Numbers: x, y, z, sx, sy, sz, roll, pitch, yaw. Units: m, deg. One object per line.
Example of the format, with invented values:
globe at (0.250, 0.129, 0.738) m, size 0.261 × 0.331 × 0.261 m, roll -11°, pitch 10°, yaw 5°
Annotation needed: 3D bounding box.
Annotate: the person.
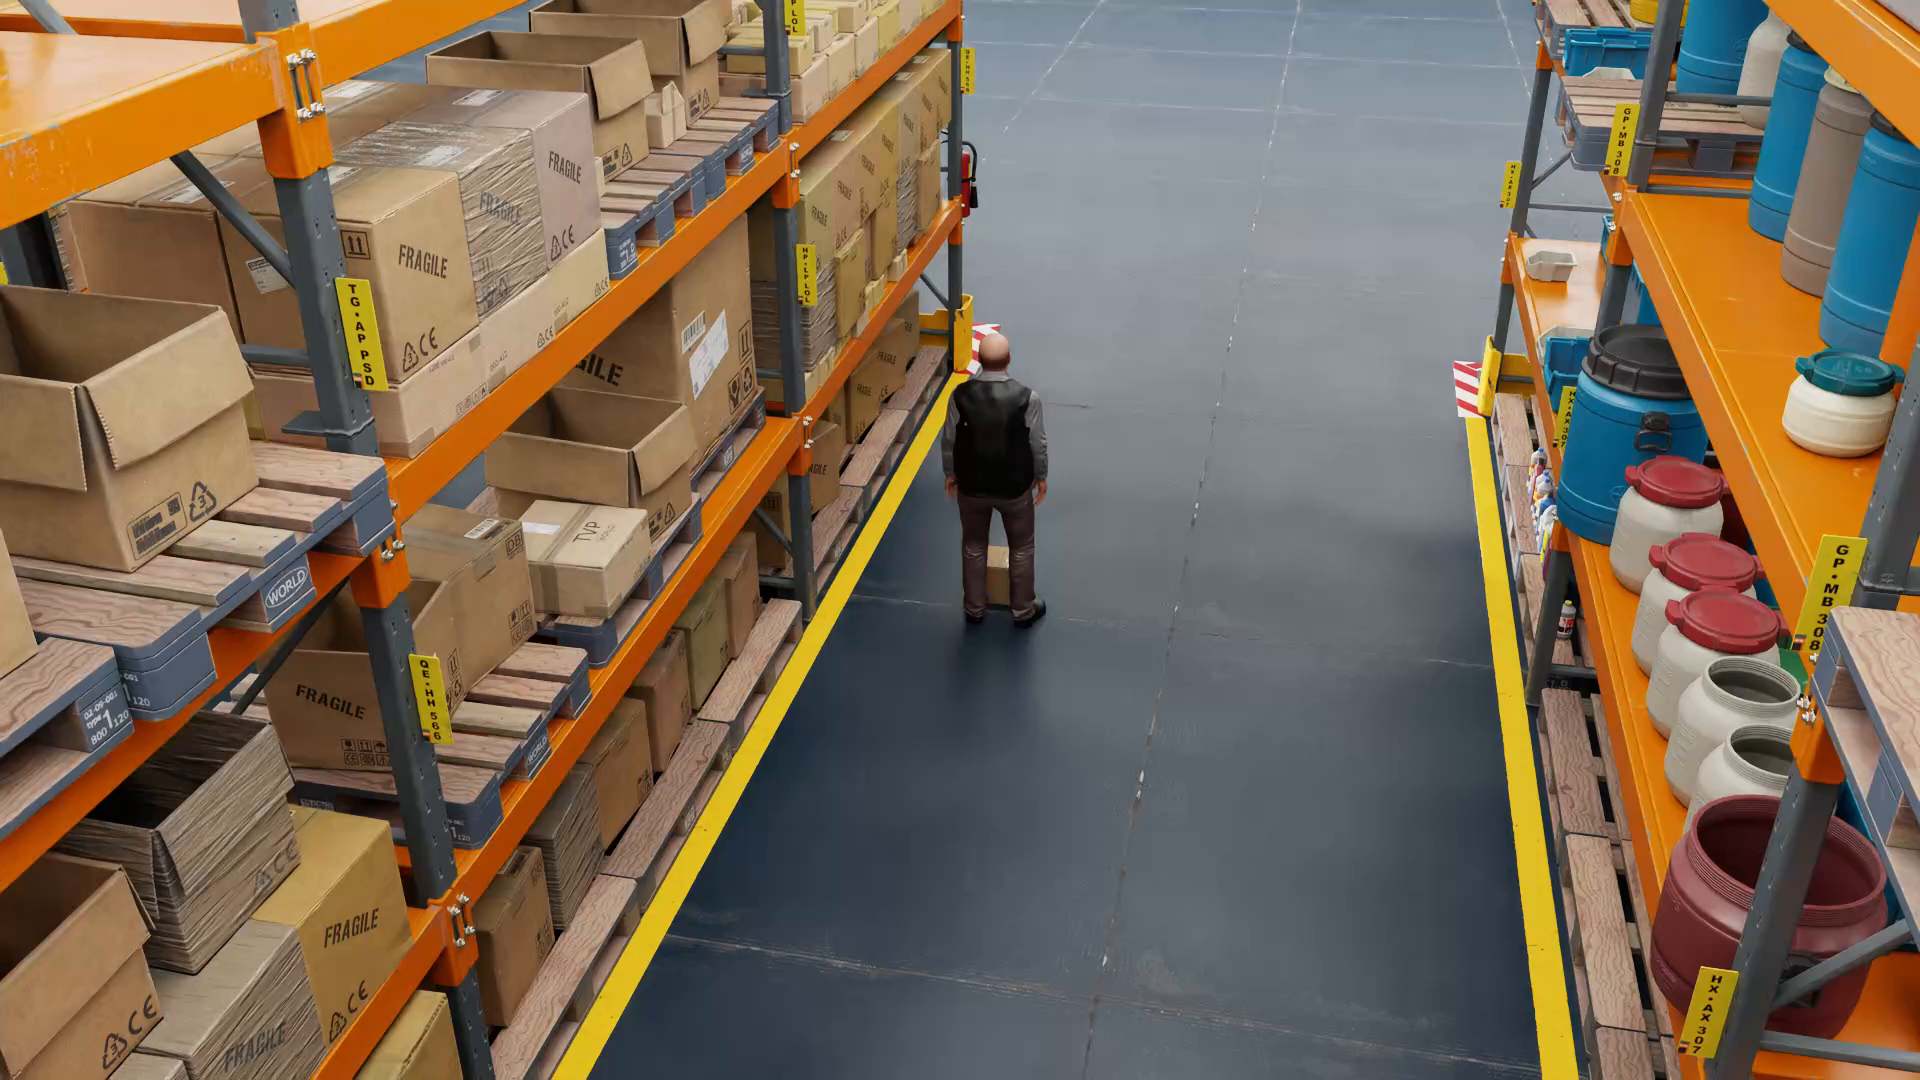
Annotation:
person at (0.191, -0.305, 9.205) m, size 0.593 × 1.722 × 0.416 m, roll 5°, pitch 29°, yaw 8°
